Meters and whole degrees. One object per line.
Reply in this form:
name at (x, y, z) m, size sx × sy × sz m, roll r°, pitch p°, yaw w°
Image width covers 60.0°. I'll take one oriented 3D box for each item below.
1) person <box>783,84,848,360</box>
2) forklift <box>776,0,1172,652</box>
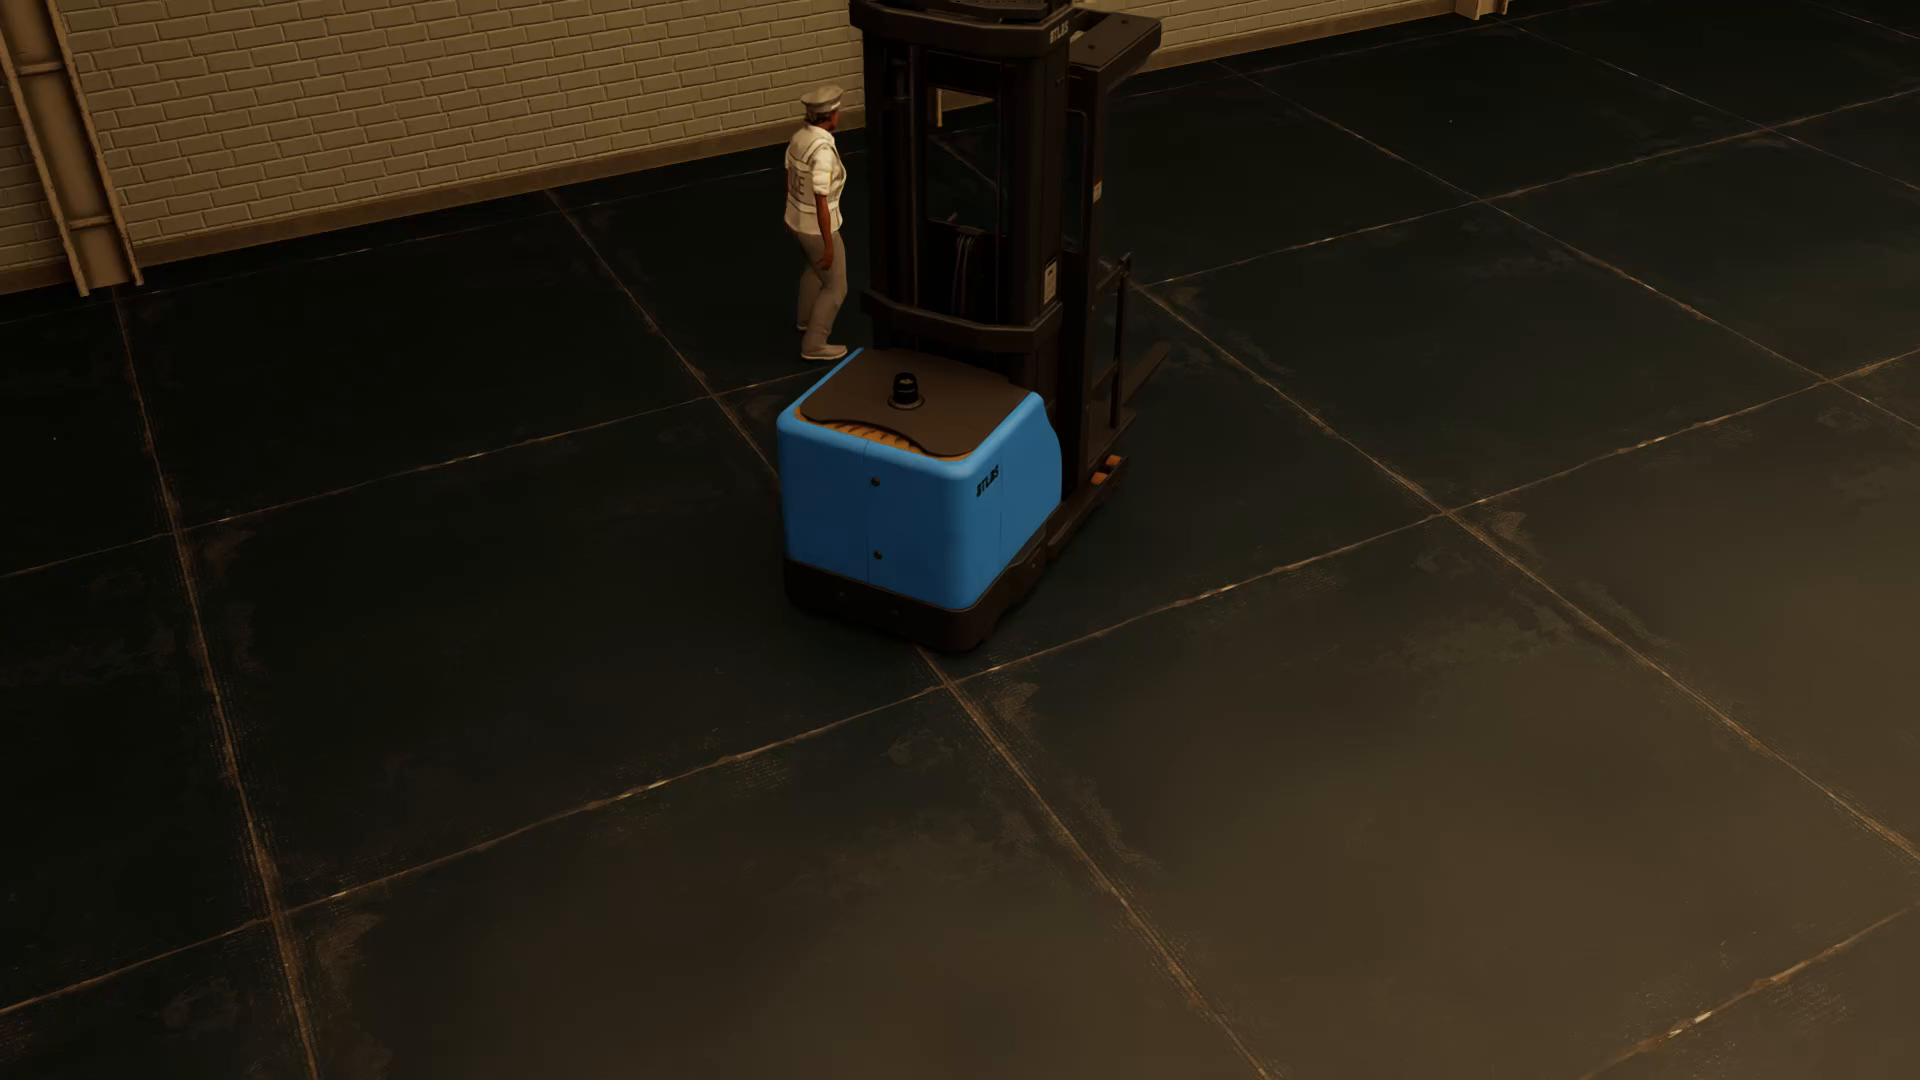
person at (-0.855, -1.887, 9.933) m, size 0.403 × 1.630 × 0.787 m, roll -16°, pitch 38°, yaw -22°
forklift at (0.267, -1.505, 8.253) m, size 1.130 × 2.935 × 3.031 m, roll 17°, pitch 39°, yaw 22°
